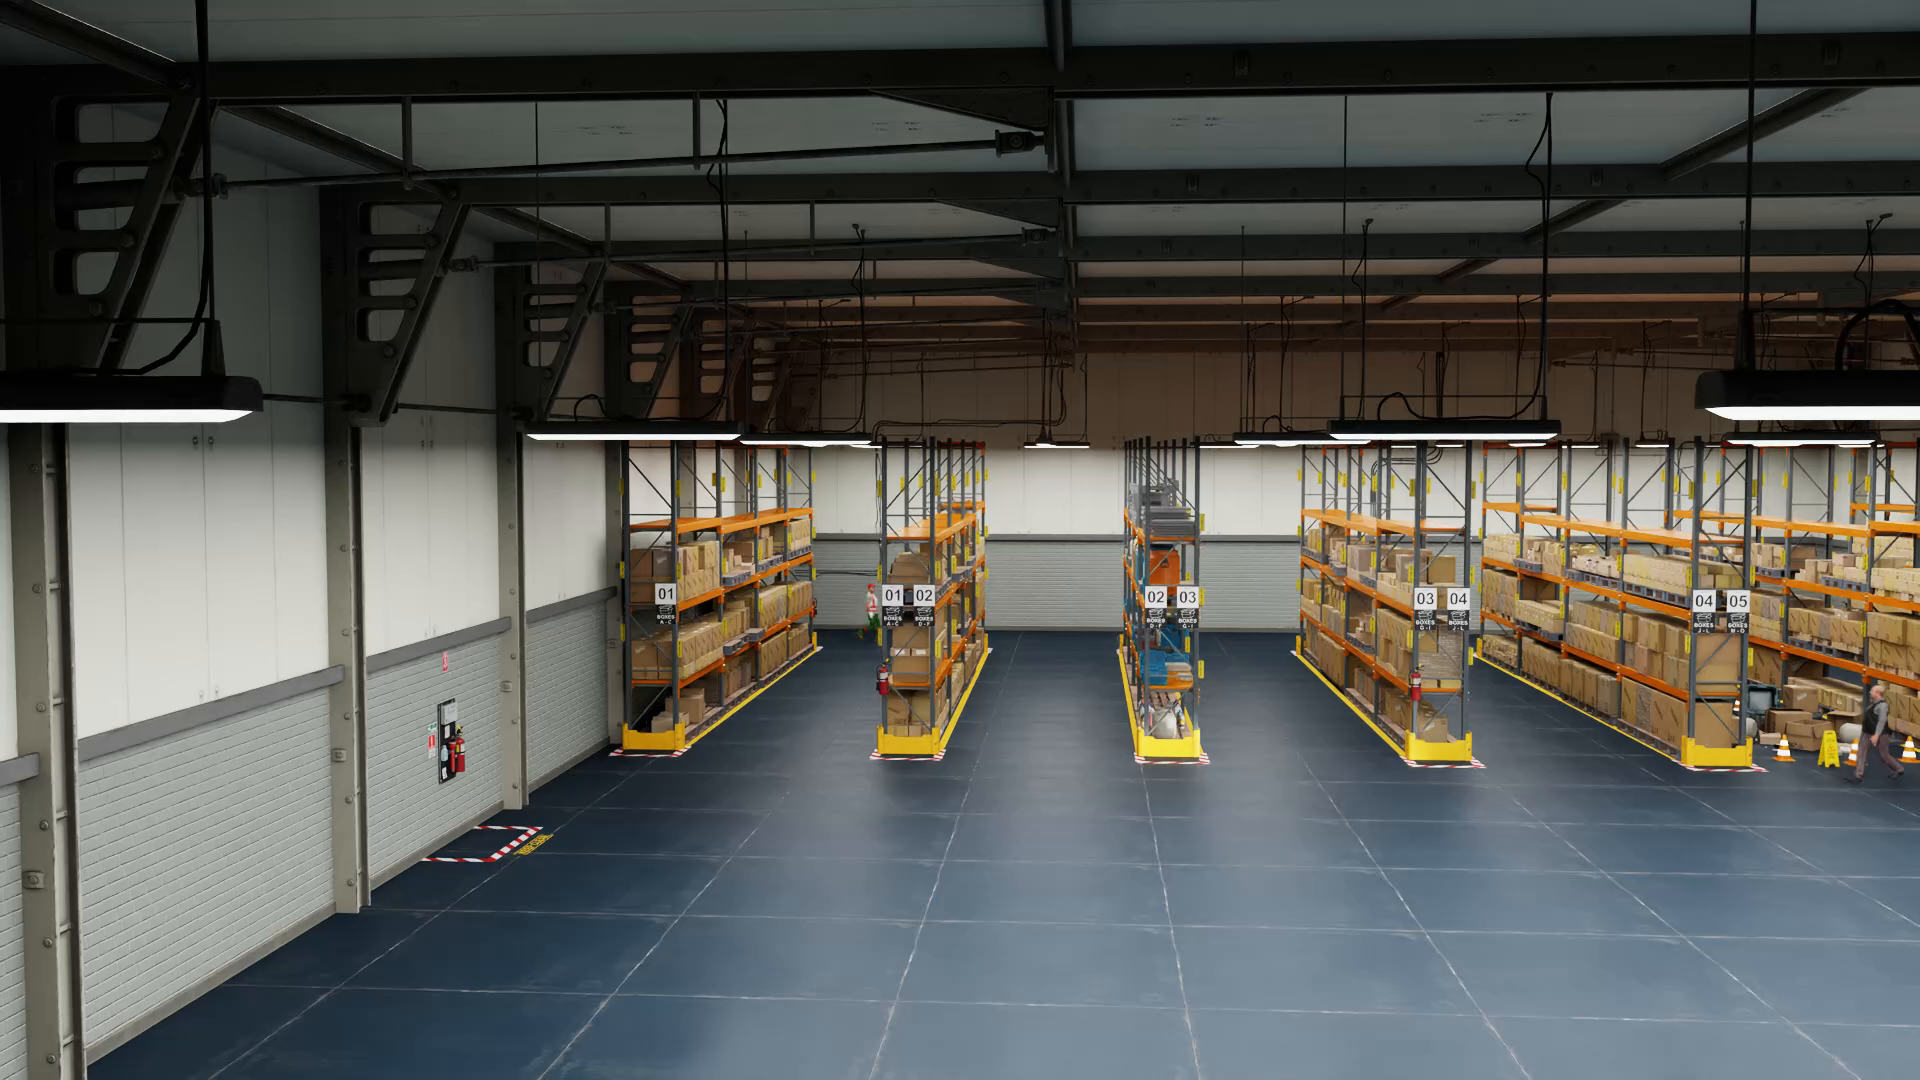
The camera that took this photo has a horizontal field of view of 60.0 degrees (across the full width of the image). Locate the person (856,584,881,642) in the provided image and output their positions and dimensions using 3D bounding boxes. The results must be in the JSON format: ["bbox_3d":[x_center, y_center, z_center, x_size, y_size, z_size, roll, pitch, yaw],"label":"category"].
[{"bbox_3d":[-2.684,2.182,49.772,0.826,1.749,0.588,0,3,3],"label":"person"}]

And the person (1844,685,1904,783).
[{"bbox_3d":[15.785,3.349,28.624,0.981,1.696,0.503,-1,3,-18],"label":"person"}]
